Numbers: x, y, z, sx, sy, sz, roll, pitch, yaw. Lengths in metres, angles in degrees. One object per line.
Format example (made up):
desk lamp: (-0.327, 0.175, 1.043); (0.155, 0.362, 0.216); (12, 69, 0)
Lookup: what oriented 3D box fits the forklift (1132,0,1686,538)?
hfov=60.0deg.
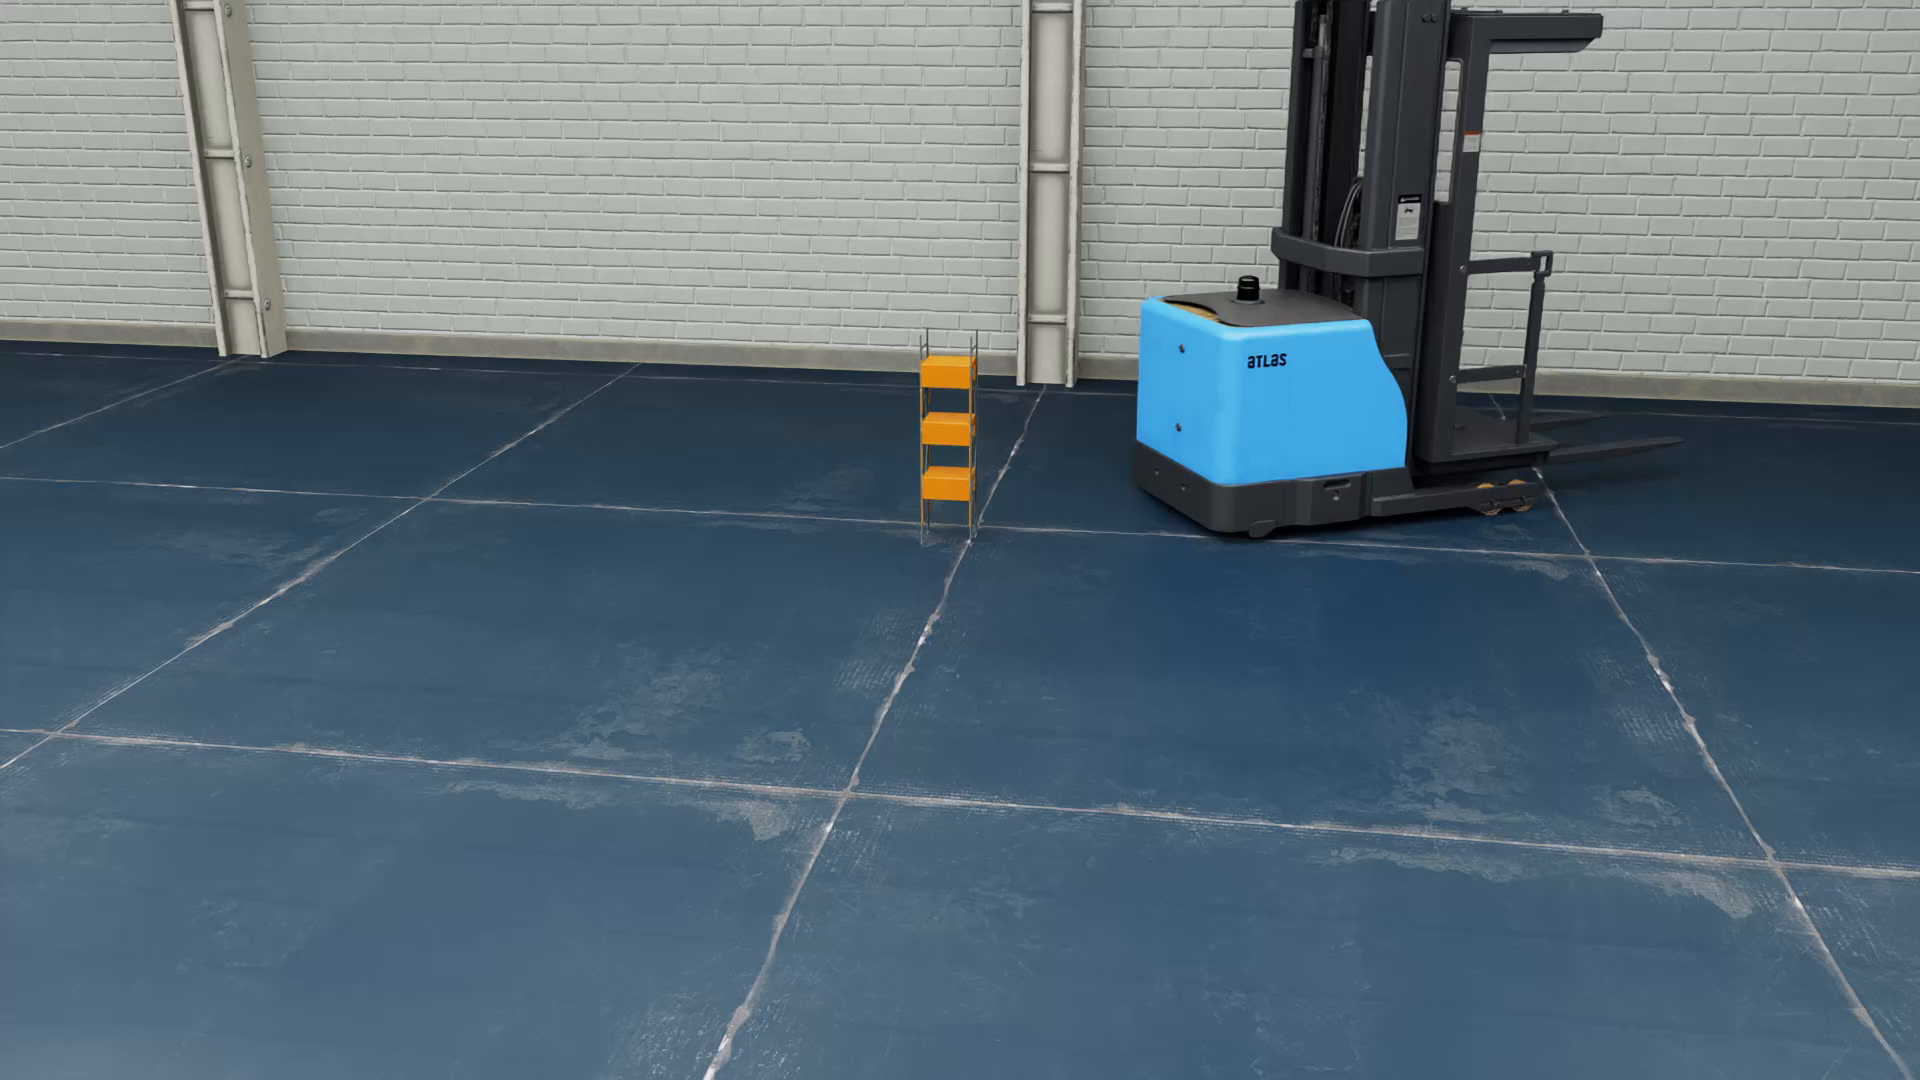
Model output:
forklift: (2.507, -1.668, 8.669); (3.031, 2.935, 1.130); (-7, 20, -19)

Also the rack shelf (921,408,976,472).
rack shelf: (-0.053, -0.491, 8.148); (0.240, 0.259, 0.215); (3, 19, 9)

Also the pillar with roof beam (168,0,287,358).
pillar with roof beam: (-5.996, -4.331, 7.066); (0.400, 9.000, 9.100); (3, 19, 9)

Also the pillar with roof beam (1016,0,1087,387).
pillar with roof beam: (-0.071, -4.029, 6.164); (0.400, 9.000, 9.100); (3, 19, 9)

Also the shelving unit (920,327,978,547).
shelving unit: (-0.053, -0.501, 8.145); (0.252, 1.050, 0.215); (3, 19, 9)

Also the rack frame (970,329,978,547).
rack frame: (0.068, -0.494, 8.126); (0.008, 1.050, 0.200); (3, 19, 9)

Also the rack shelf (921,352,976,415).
rack shelf: (-0.053, -0.760, 8.058); (0.240, 0.259, 0.215); (3, 19, 9)

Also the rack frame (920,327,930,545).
rack frame: (-0.173, -0.507, 8.163); (0.008, 1.050, 0.200); (3, 19, 9)

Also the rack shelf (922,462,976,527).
rack shelf: (-0.053, -0.227, 8.236); (0.240, 0.259, 0.215); (3, 19, 9)
